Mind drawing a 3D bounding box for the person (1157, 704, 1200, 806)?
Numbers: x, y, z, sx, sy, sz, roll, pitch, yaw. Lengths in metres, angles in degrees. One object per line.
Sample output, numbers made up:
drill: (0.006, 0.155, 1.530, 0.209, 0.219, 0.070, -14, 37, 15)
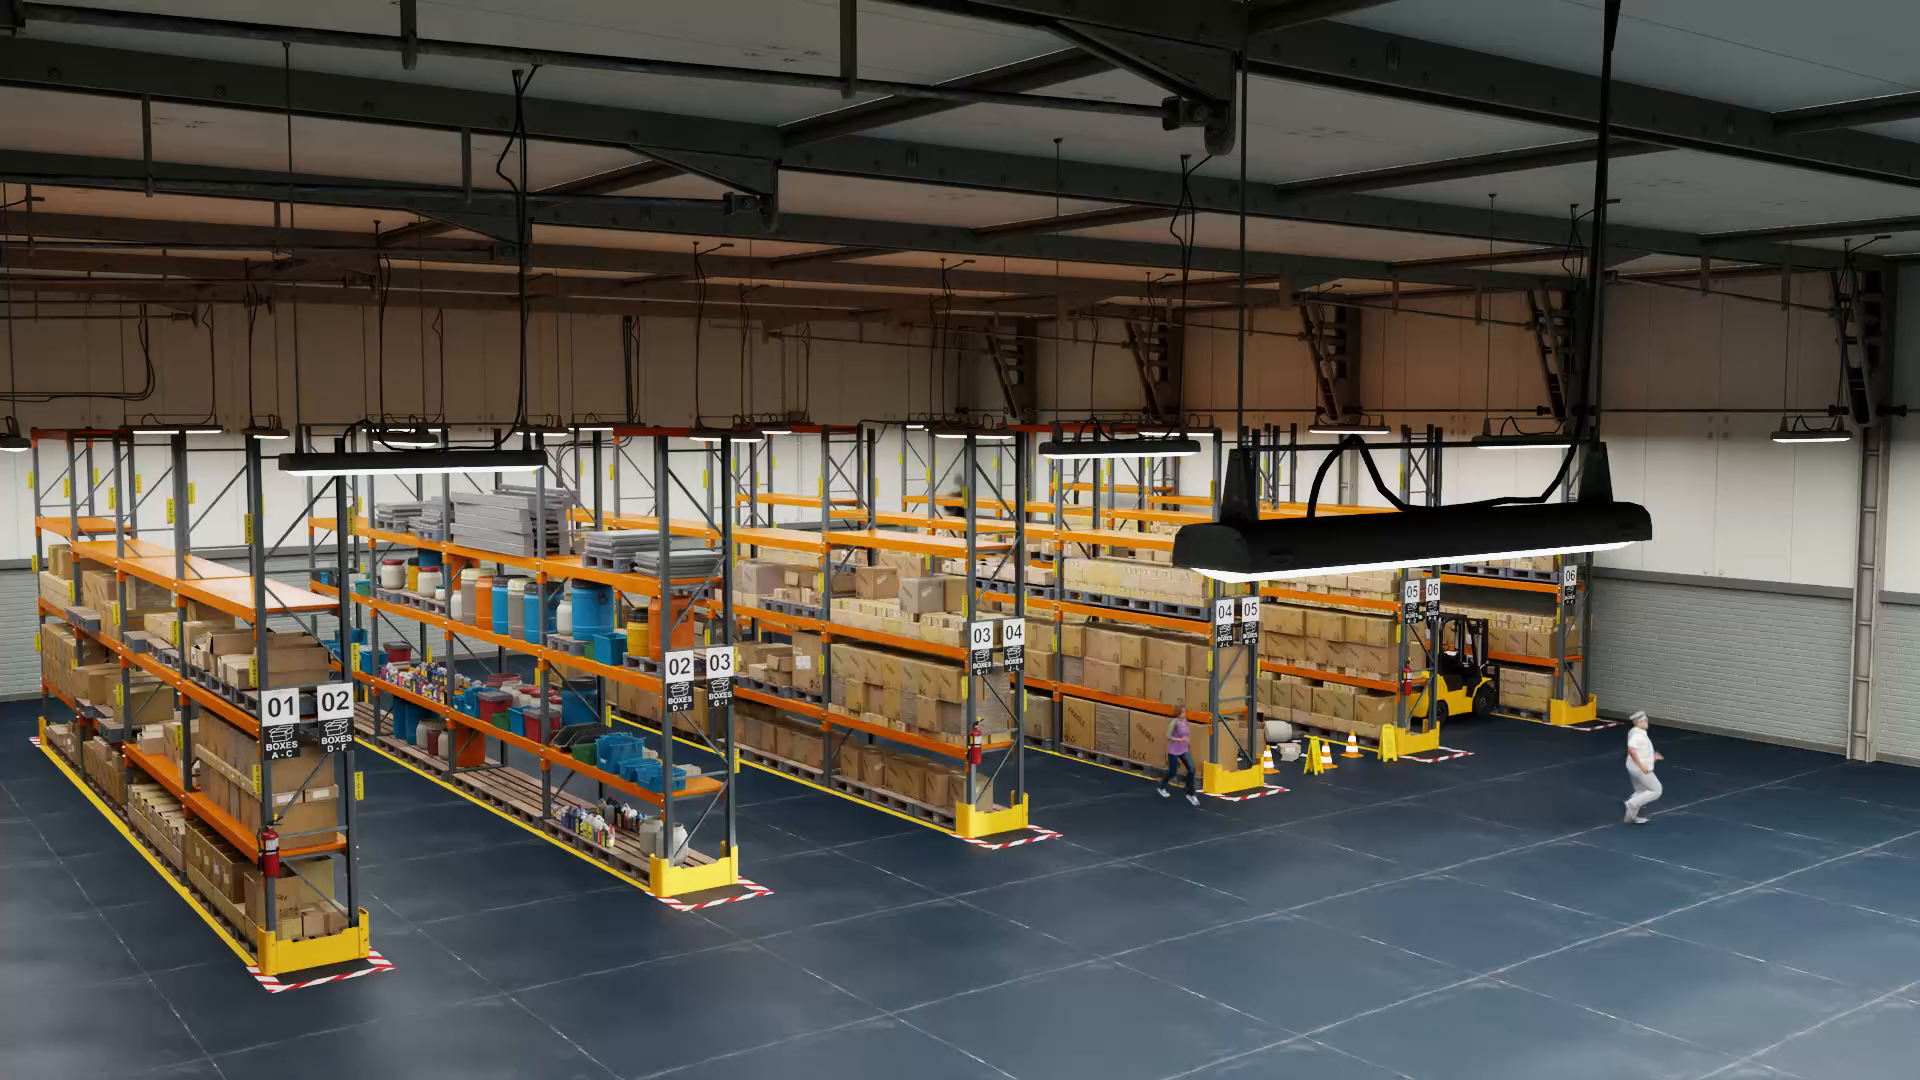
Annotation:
person: (3.486, 3.437, 26.770, 0.567, 1.615, 0.798, -3, 6, -38)

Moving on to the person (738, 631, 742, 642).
person: (-5.183, 2.560, 37.794, 0.583, 1.627, 0.628, -2, 5, -29)

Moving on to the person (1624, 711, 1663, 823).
person: (10.435, 3.470, 25.374, 0.592, 1.728, 0.663, 1, 5, 9)
